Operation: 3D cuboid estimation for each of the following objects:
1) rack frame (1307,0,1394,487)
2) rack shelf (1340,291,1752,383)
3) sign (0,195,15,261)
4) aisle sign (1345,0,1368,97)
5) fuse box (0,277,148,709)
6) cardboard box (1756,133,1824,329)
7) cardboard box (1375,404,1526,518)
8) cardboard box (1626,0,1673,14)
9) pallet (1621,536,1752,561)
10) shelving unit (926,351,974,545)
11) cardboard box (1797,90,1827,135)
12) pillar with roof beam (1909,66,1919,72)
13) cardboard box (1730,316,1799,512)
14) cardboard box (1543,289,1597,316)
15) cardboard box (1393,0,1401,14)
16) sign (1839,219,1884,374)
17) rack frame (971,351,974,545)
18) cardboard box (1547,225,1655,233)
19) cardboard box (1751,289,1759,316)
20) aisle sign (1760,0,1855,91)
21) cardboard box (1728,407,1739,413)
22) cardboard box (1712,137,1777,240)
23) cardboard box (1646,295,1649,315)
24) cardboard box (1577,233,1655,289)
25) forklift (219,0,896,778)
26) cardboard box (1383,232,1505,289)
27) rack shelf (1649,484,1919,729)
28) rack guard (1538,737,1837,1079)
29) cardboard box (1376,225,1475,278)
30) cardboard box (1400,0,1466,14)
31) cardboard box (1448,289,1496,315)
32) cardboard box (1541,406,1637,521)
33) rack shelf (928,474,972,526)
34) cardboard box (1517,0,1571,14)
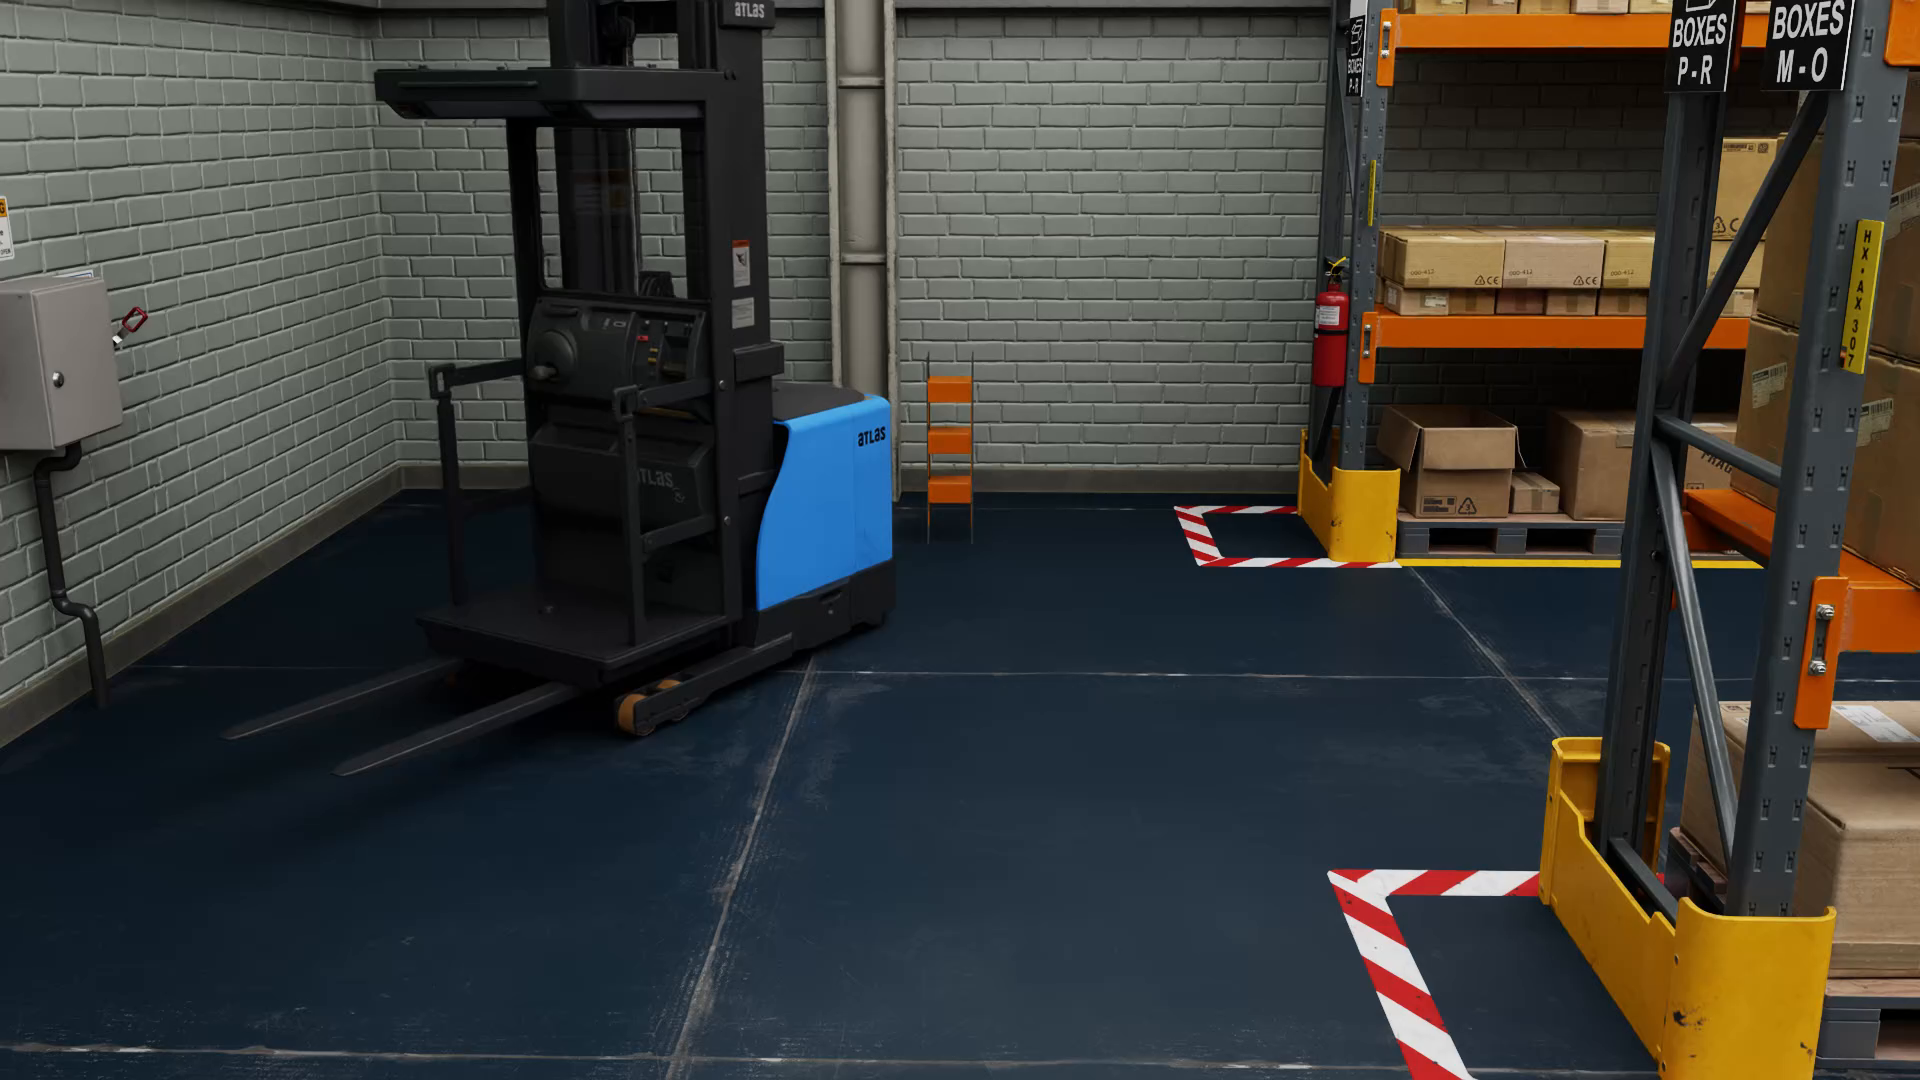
[{"bbox_3d":[2.099,-1.479,9.065,0.127,3.000,1.000,0,15,1],"label":"rack frame"},{"bbox_3d":[4.099,-1.118,9.107,4.000,0.370,1.077,0,15,1],"label":"rack shelf"},{"bbox_3d":[-3.670,-1.165,6.257,0.001,0.242,0.339,0,15,1],"label":"sign"},{"bbox_3d":[2.023,-2.661,8.451,0.004,0.787,0.394,0,15,1],"label":"aisle sign"},{"bbox_3d":[-3.462,-0.155,6.575,0.414,1.711,0.539,0,15,1],"label":"fuse box"},{"bbox_3d":[2.464,-0.802,4.345,0.500,0.500,0.500,1,15,3],"label":"cardboard box"},{"bbox_3d":[2.708,-0.447,9.223,0.637,0.503,0.797,0,15,-1],"label":"cardboard box"},{"bbox_3d":[3.439,-2.717,8.373,0.250,0.149,0.380,0,15,1],"label":"cardboard box"},{"bbox_3d":[4.189,-0.116,9.367,1.213,0.211,1.003,0,15,1],"label":"pallet"},{"bbox_3d":[-0.053,-0.508,9.207,0.252,1.050,0.215,0,15,1],"label":"shelving unit"},{"bbox_3d":[2.340,-1.107,4.228,0.250,0.149,0.380,1,15,2],"label":"cardboard box"},{"bbox_3d":[5.315,-3.490,4.928,0.400,9.000,9.100,0,15,1],"label":"pillar with roof beam"},{"bbox_3d":[2.465,-0.326,4.498,0.500,0.500,0.500,0,15,2],"label":"cardboard box"},{"bbox_3d":[3.191,-1.285,8.824,0.250,0.149,0.380,1,15,3],"label":"cardboard box"},{"bbox_3d":[2.425,-2.865,8.930,0.250,0.149,0.380,1,15,3],"label":"cardboard box"},{"bbox_3d":[1.956,-0.528,3.610,0.005,0.325,0.100,0,15,1],"label":"sign"},{"bbox_3d":[0.068,-0.507,9.204,0.008,1.050,0.200,0,15,1],"label":"rack frame"},{"bbox_3d":[3.576,-1.607,9.260,0.500,0.250,0.500,1,15,3],"label":"cardboard box"},{"bbox_3d":[4.231,-1.283,8.817,0.250,0.149,0.380,0,15,1],"label":"cardboard box"},{"bbox_3d":[1.897,-1.396,3.657,0.004,0.787,0.394,0,15,1],"label":"aisle sign"},{"bbox_3d":[4.599,-0.423,9.139,0.500,0.500,0.700,0,15,-1],"label":"cardboard box"},{"bbox_3d":[4.045,-1.831,8.642,0.500,0.500,0.500,1,15,3],"label":"cardboard box"},{"bbox_3d":[3.707,-1.264,8.744,0.250,0.149,0.380,0,15,0],"label":"cardboard box"},{"bbox_3d":[3.557,-1.473,8.753,0.500,0.250,0.500,0,15,0],"label":"cardboard box"},{"bbox_3d":[-1.517,-0.791,6.591,1.130,2.935,3.031,9,17,31],"label":"forklift"},{"bbox_3d":[2.546,-1.478,8.774,0.500,0.250,0.500,0,15,2],"label":"cardboard box"},{"bbox_3d":[3.975,0.148,4.309,4.000,0.370,1.077,0,15,1],"label":"rack shelf"},{"bbox_3d":[1.952,0.996,4.586,0.348,0.500,1.175,0,15,1],"label":"rack guard"},{"bbox_3d":[2.566,-1.615,9.291,0.500,0.250,0.500,1,15,3],"label":"cardboard box"},{"bbox_3d":[2.412,-2.746,8.481,0.250,0.149,0.380,1,15,3],"label":"cardboard box"},{"bbox_3d":[2.676,-1.295,8.862,0.250,0.149,0.380,1,15,3],"label":"cardboard box"},{"bbox_3d":[3.562,-0.429,9.165,0.500,0.500,0.700,1,15,4],"label":"cardboard box"},{"bbox_3d":[-0.054,-0.229,9.281,0.240,0.259,0.215,0,15,1],"label":"rack shelf"},{"bbox_3d":[2.931,-2.745,8.478,0.250,0.149,0.380,0,15,2],"label":"cardboard box"}]
